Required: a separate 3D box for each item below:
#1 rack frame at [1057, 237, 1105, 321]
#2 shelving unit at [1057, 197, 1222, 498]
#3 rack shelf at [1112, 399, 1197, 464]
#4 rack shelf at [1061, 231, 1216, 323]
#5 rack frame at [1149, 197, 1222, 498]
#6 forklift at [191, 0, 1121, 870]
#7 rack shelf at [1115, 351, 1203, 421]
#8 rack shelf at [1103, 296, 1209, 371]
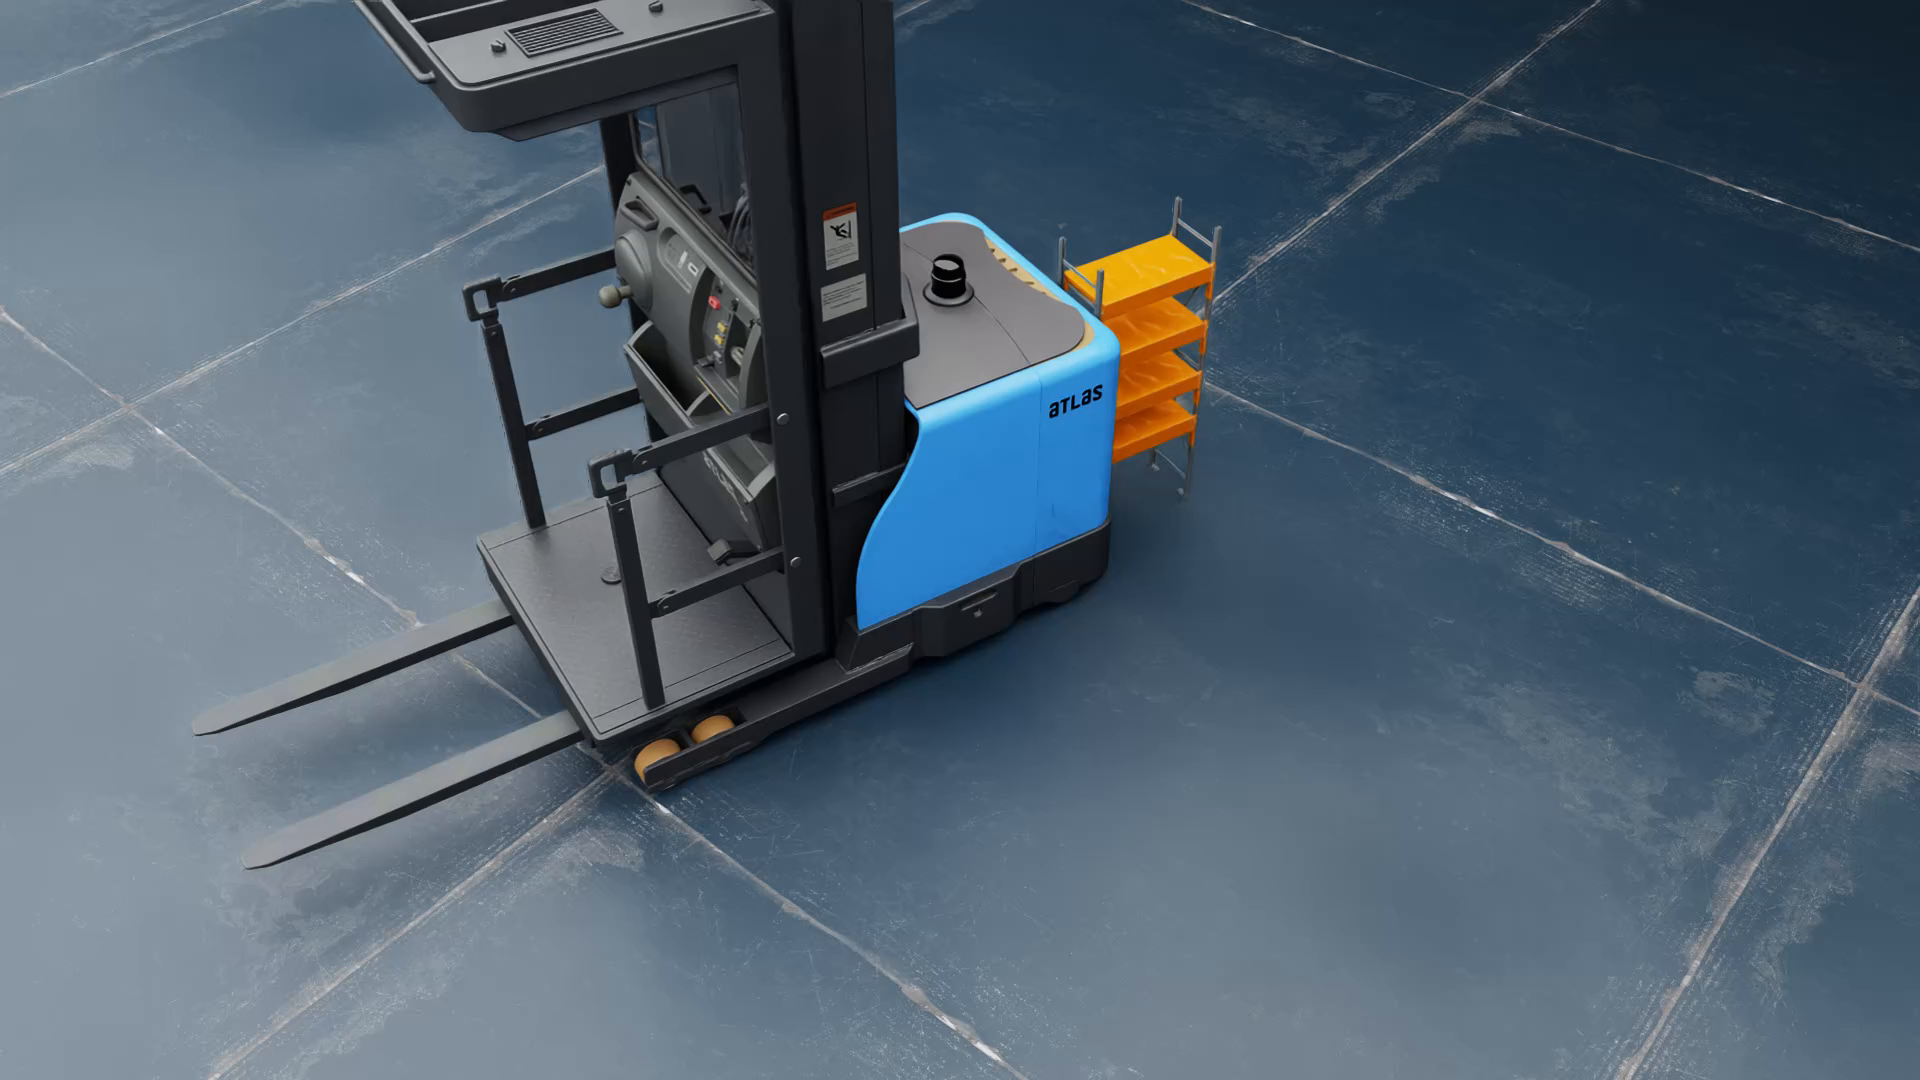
[{"bbox_3d":[0.403,-0.504,5.912,0.015,1.200,0.240,-23,47,-23],"label":"rack frame"},{"bbox_3d":[0.610,-0.591,6.008,0.503,1.200,0.258,-23,47,-23],"label":"shelving unit"},{"bbox_3d":[0.610,-0.394,6.187,0.480,0.148,0.258,-23,47,-23],"label":"rack shelf"},{"bbox_3d":[0.610,-0.881,5.743,0.480,0.148,0.258,-23,47,-23],"label":"rack shelf"},{"bbox_3d":[0.817,-0.678,6.104,0.015,1.200,0.240,-23,47,-23],"label":"rack frame"},{"bbox_3d":[-0.984,-0.687,4.827,3.031,2.935,1.130,-23,47,-23],"label":"forklift"},{"bbox_3d":[0.610,-0.541,6.053,0.480,0.148,0.258,-23,47,-23],"label":"rack shelf"},{"bbox_3d":[0.610,-0.706,5.903,0.480,0.148,0.258,-23,47,-23],"label":"rack shelf"}]
